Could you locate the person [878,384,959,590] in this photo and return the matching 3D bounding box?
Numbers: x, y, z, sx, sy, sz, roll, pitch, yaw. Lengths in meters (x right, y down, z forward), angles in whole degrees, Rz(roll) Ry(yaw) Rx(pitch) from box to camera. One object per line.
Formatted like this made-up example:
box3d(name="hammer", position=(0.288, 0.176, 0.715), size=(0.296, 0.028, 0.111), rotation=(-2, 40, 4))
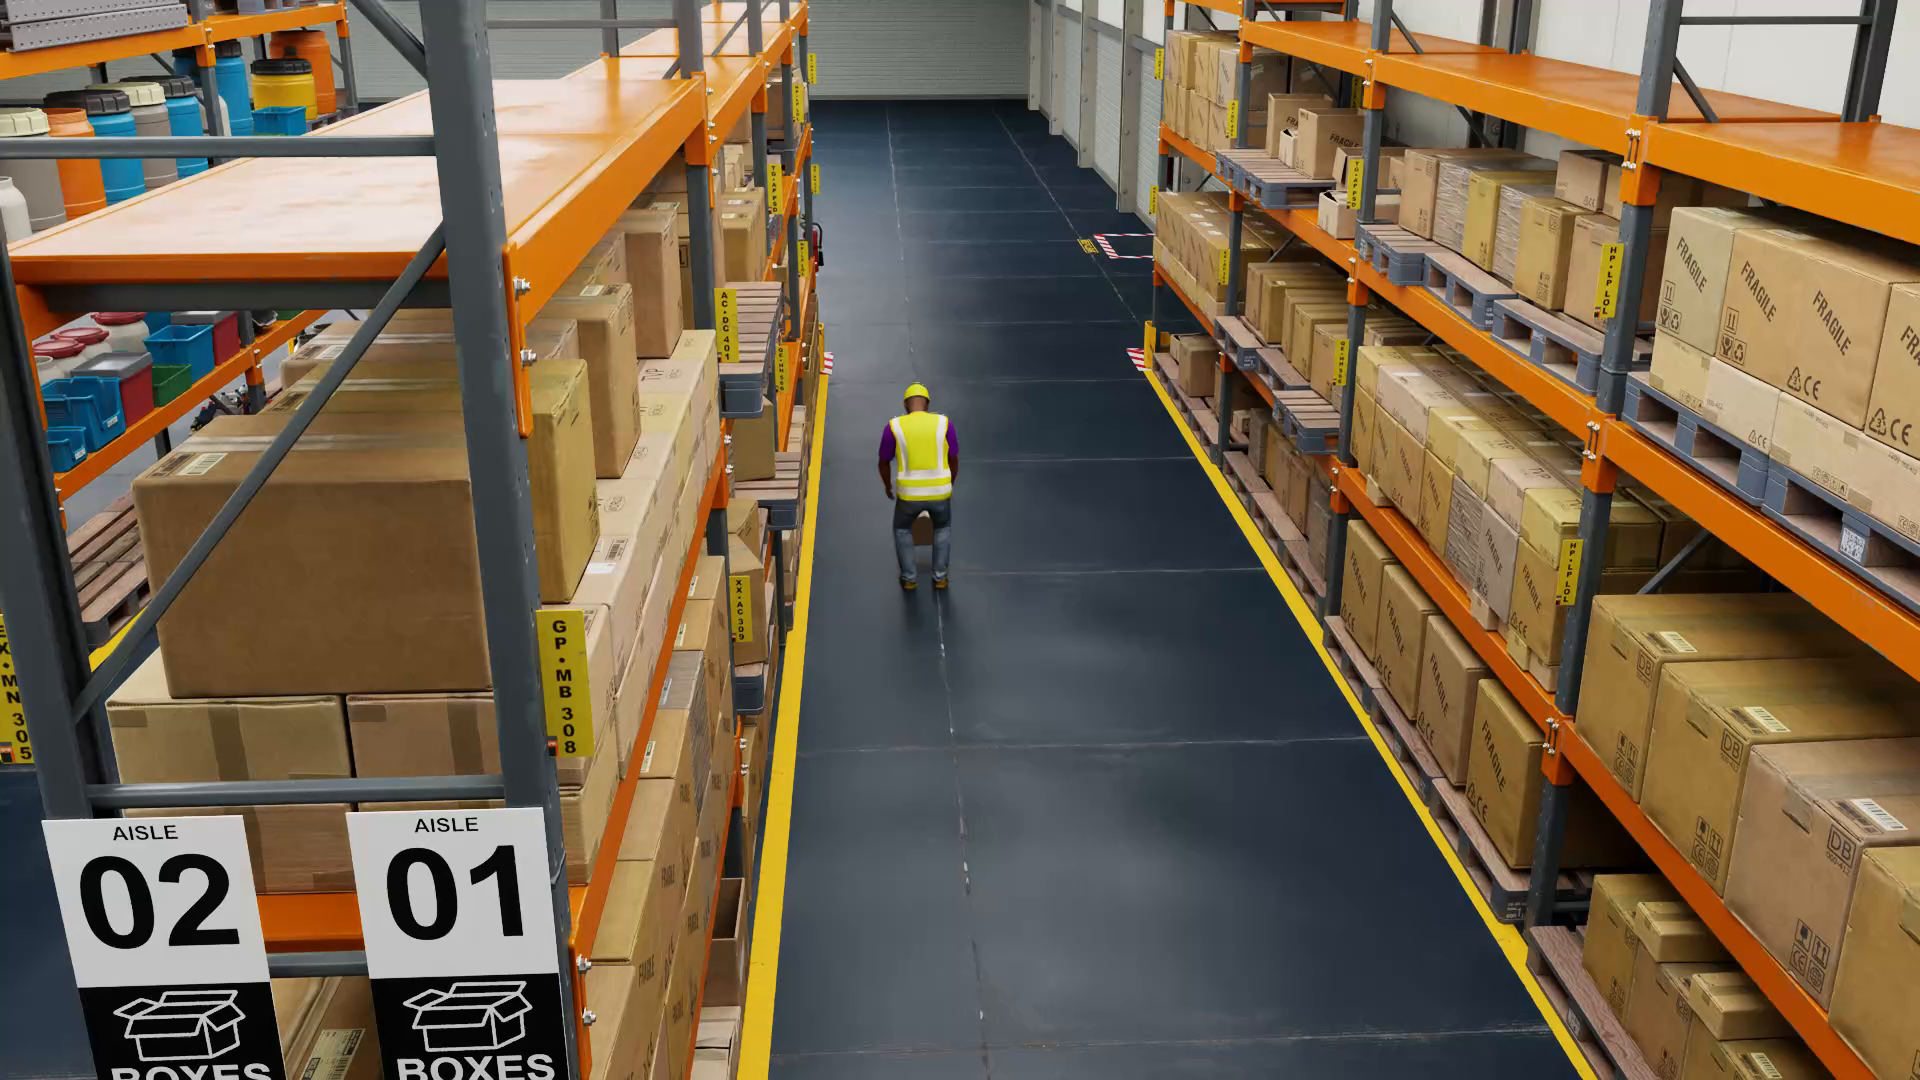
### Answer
box3d(name="person", position=(-0.320, -0.400, 12.914), size=(0.622, 1.568, 0.644), rotation=(-1, 20, -3))
